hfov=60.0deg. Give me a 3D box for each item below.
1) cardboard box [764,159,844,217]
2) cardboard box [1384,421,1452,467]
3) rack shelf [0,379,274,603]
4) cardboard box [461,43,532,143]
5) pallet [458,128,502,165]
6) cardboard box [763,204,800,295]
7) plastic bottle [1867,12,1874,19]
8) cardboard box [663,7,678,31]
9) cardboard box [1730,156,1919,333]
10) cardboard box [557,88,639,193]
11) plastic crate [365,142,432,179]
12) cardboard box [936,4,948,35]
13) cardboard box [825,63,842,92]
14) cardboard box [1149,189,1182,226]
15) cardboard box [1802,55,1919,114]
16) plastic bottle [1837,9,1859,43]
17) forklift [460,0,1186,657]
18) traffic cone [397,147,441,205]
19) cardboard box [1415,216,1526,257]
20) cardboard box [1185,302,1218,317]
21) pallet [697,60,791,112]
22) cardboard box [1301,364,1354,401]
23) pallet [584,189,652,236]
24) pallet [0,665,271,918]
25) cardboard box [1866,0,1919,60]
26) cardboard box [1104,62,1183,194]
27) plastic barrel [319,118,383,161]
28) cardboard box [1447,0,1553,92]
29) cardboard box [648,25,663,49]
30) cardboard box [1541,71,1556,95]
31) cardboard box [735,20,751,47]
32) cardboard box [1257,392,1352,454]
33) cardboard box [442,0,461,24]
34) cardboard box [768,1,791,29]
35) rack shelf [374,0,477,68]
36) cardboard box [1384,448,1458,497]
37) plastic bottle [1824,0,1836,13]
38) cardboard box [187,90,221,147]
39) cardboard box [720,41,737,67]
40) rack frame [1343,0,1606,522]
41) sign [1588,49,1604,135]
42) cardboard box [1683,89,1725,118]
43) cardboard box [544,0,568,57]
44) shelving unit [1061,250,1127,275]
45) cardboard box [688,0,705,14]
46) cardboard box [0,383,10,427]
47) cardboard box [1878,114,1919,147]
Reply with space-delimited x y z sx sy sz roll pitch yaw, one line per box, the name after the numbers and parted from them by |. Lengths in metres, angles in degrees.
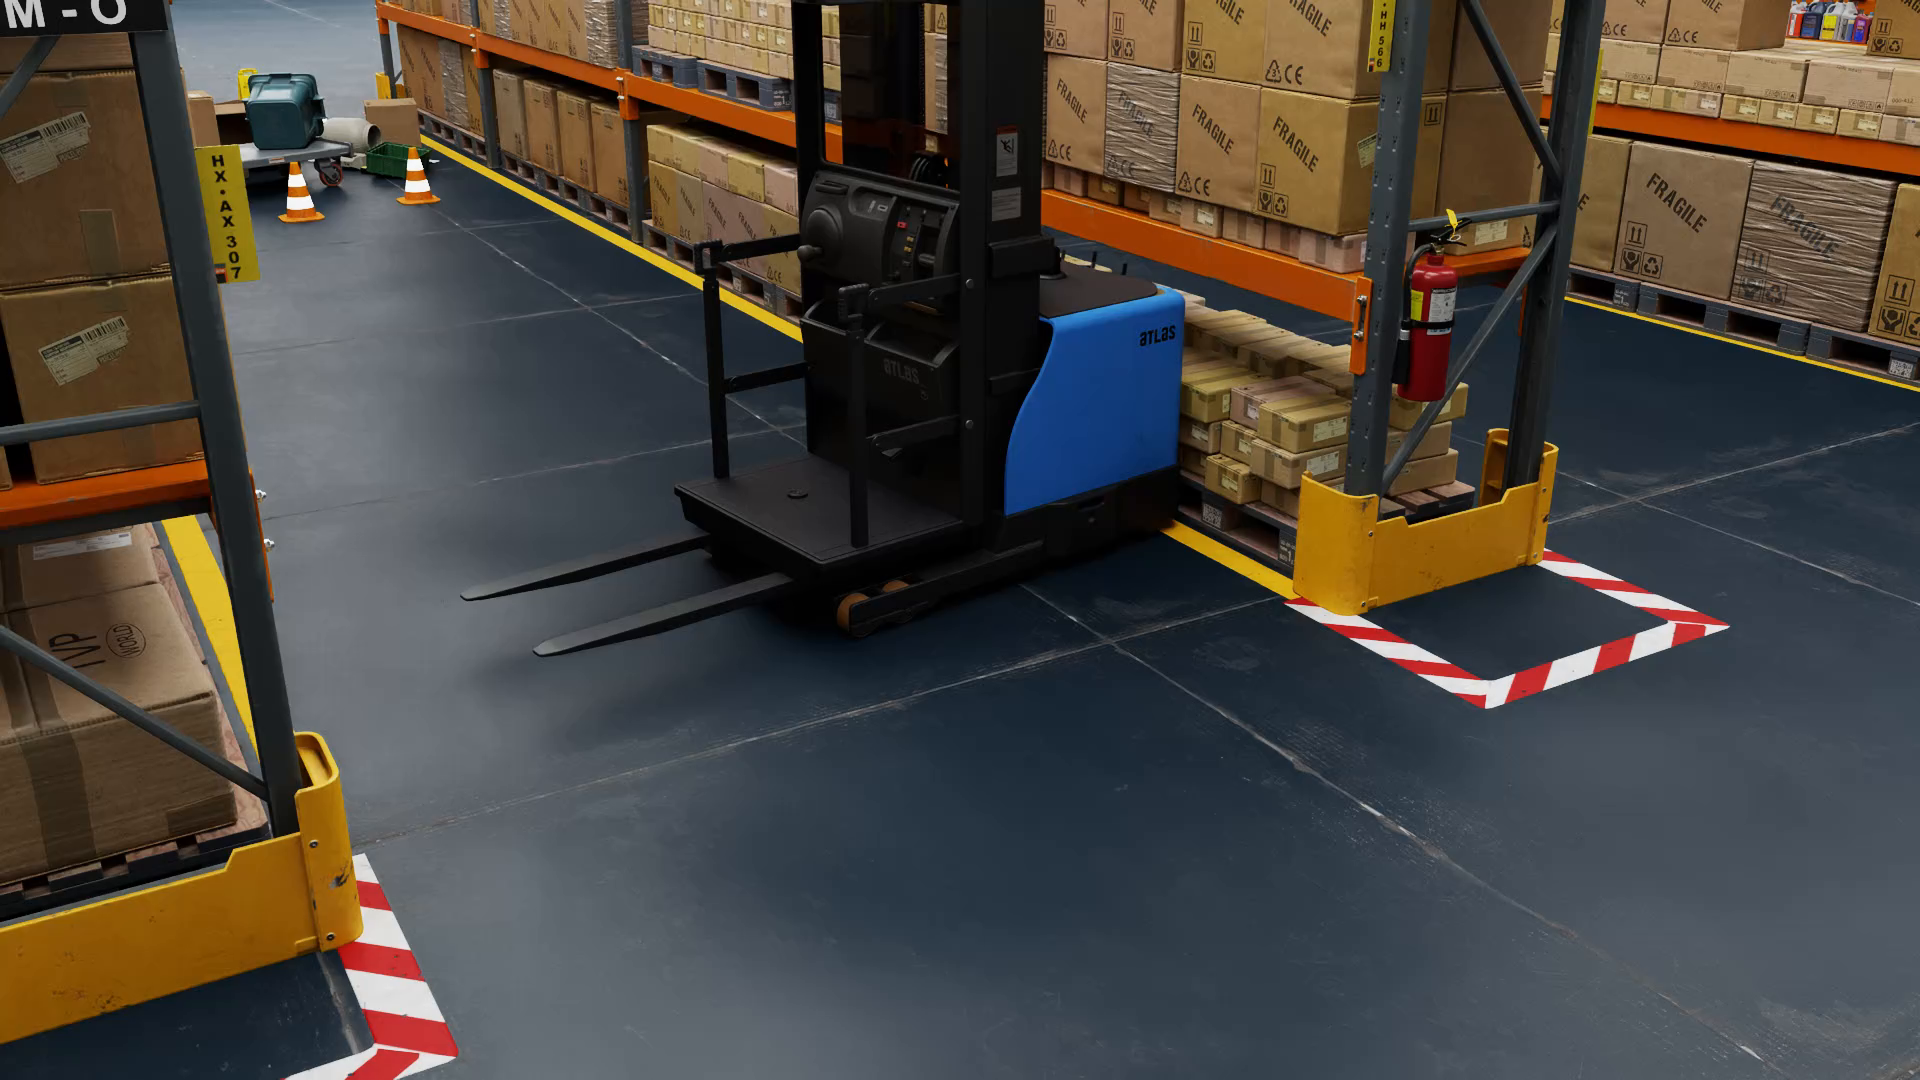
-0.927 -2.263 10.662 0.500 0.250 0.500 -11 25 -26 | cardboard box
1.918 -0.454 7.277 0.380 0.149 0.250 -11 25 -26 | cardboard box
-3.261 -0.552 5.642 1.077 0.370 4.000 -13 25 -28 | rack shelf
-4.426 -4.535 16.749 0.875 0.875 0.875 -12 25 -27 | cardboard box
-4.486 -4.077 17.061 1.003 0.211 1.213 -13 25 -28 | pallet
-0.935 -1.912 10.793 0.500 0.500 0.500 -13 26 -29 | cardboard box
8.314 -4.716 15.193 0.097 0.201 0.097 0 22 0 | plastic bottle
-1.907 -3.746 11.925 0.380 0.149 0.250 -11 25 -26 | cardboard box
5.420 -1.841 10.121 0.875 0.875 0.875 -13 25 -28 | cardboard box
-2.805 -3.462 14.275 1.050 0.750 0.750 -12 25 -27 | cardboard box
-5.380 -3.636 15.931 0.450 0.188 0.662 9 22 -4 | plastic crate
0.221 -2.807 8.379 0.500 0.500 0.500 -13 26 -30 | cardboard box
-0.585 -2.770 9.920 0.380 0.149 0.250 -12 25 -28 | cardboard box
1.060 -1.493 7.334 0.380 0.149 0.250 -14 26 -31 | cardboard box
5.286 -2.647 9.645 0.500 0.250 0.500 -14 26 -30 | cardboard box
7.830 -4.518 14.608 0.152 0.276 0.135 -13 25 -28 | plastic bottle
-0.487 -1.209 6.392 3.031 2.935 1.130 -17 28 -36 | forklift
-4.778 -3.208 14.589 0.336 0.463 0.334 -13 25 -28 | traffic cone
2.081 -1.274 6.797 0.380 0.149 0.250 -13 25 -29 | cardboard box
1.090 -1.093 8.454 0.380 0.149 0.250 -13 25 -28 | cardboard box
-1.075 -3.091 11.187 1.003 0.211 1.213 -13 25 -28 | pallet
1.745 -0.673 7.423 0.380 0.149 0.250 -12 25 -27 | cardboard box
-2.459 -2.791 13.897 1.003 0.211 1.213 -13 25 -28 | pallet
-2.715 0.810 5.039 1.003 0.211 1.213 -13 25 -28 | pallet
5.742 -3.096 9.752 0.500 0.500 0.500 -13 26 -30 | cardboard box
0.988 -1.833 7.310 0.500 0.500 0.500 -13 25 -28 | cardboard box
-6.063 -3.986 16.556 0.512 0.421 0.421 4 22 9 | plastic barrel
1.964 -2.067 6.557 0.500 0.500 0.500 -13 25 -29 | cardboard box
-2.066 -3.707 12.224 0.380 0.149 0.250 -13 25 -29 | cardboard box
4.103 -3.163 11.443 0.380 0.149 0.250 -13 25 -28 | cardboard box
-1.247 -3.330 10.902 0.380 0.149 0.250 -12 25 -26 | cardboard box
1.477 -0.495 6.984 0.380 0.149 0.250 -12 25 -28 | cardboard box
-4.664 -5.468 16.581 0.875 0.550 0.550 -13 25 -28 | cardboard box
-0.976 -3.300 10.432 0.380 0.149 0.250 -14 26 -30 | cardboard box
-5.186 -5.422 17.622 1.077 0.370 4.000 -13 25 -28 | rack shelf
1.973 -0.328 7.363 0.380 0.149 0.250 -12 25 -27 | cardboard box
7.774 -4.691 14.935 0.144 0.351 0.185 -13 25 -28 | plastic bottle
-6.854 -3.668 14.665 0.500 0.500 0.500 -13 25 -28 | cardboard box
-1.388 -3.278 11.169 0.380 0.149 0.250 -12 25 -28 | cardboard box
1.965 -1.223 6.337 1.000 3.000 0.127 -13 25 -28 | rack frame
2.431 -1.728 6.430 0.100 0.325 0.005 -13 25 -28 | sign
4.765 -2.743 10.411 0.380 0.149 0.250 -12 25 -28 | cardboard box
-3.091 -4.277 13.717 0.500 0.500 0.500 -13 26 -29 | cardboard box
0.551 -0.829 7.918 0.215 1.050 0.252 -4 23 -32 | shelving unit
-1.656 -3.727 11.483 0.380 0.149 0.250 -14 26 -30 | cardboard box
-2.956 -0.555 4.561 0.500 0.500 0.500 -13 26 -29 | cardboard box
5.427 -2.326 9.385 0.380 0.149 0.250 -12 25 -27 | cardboard box
